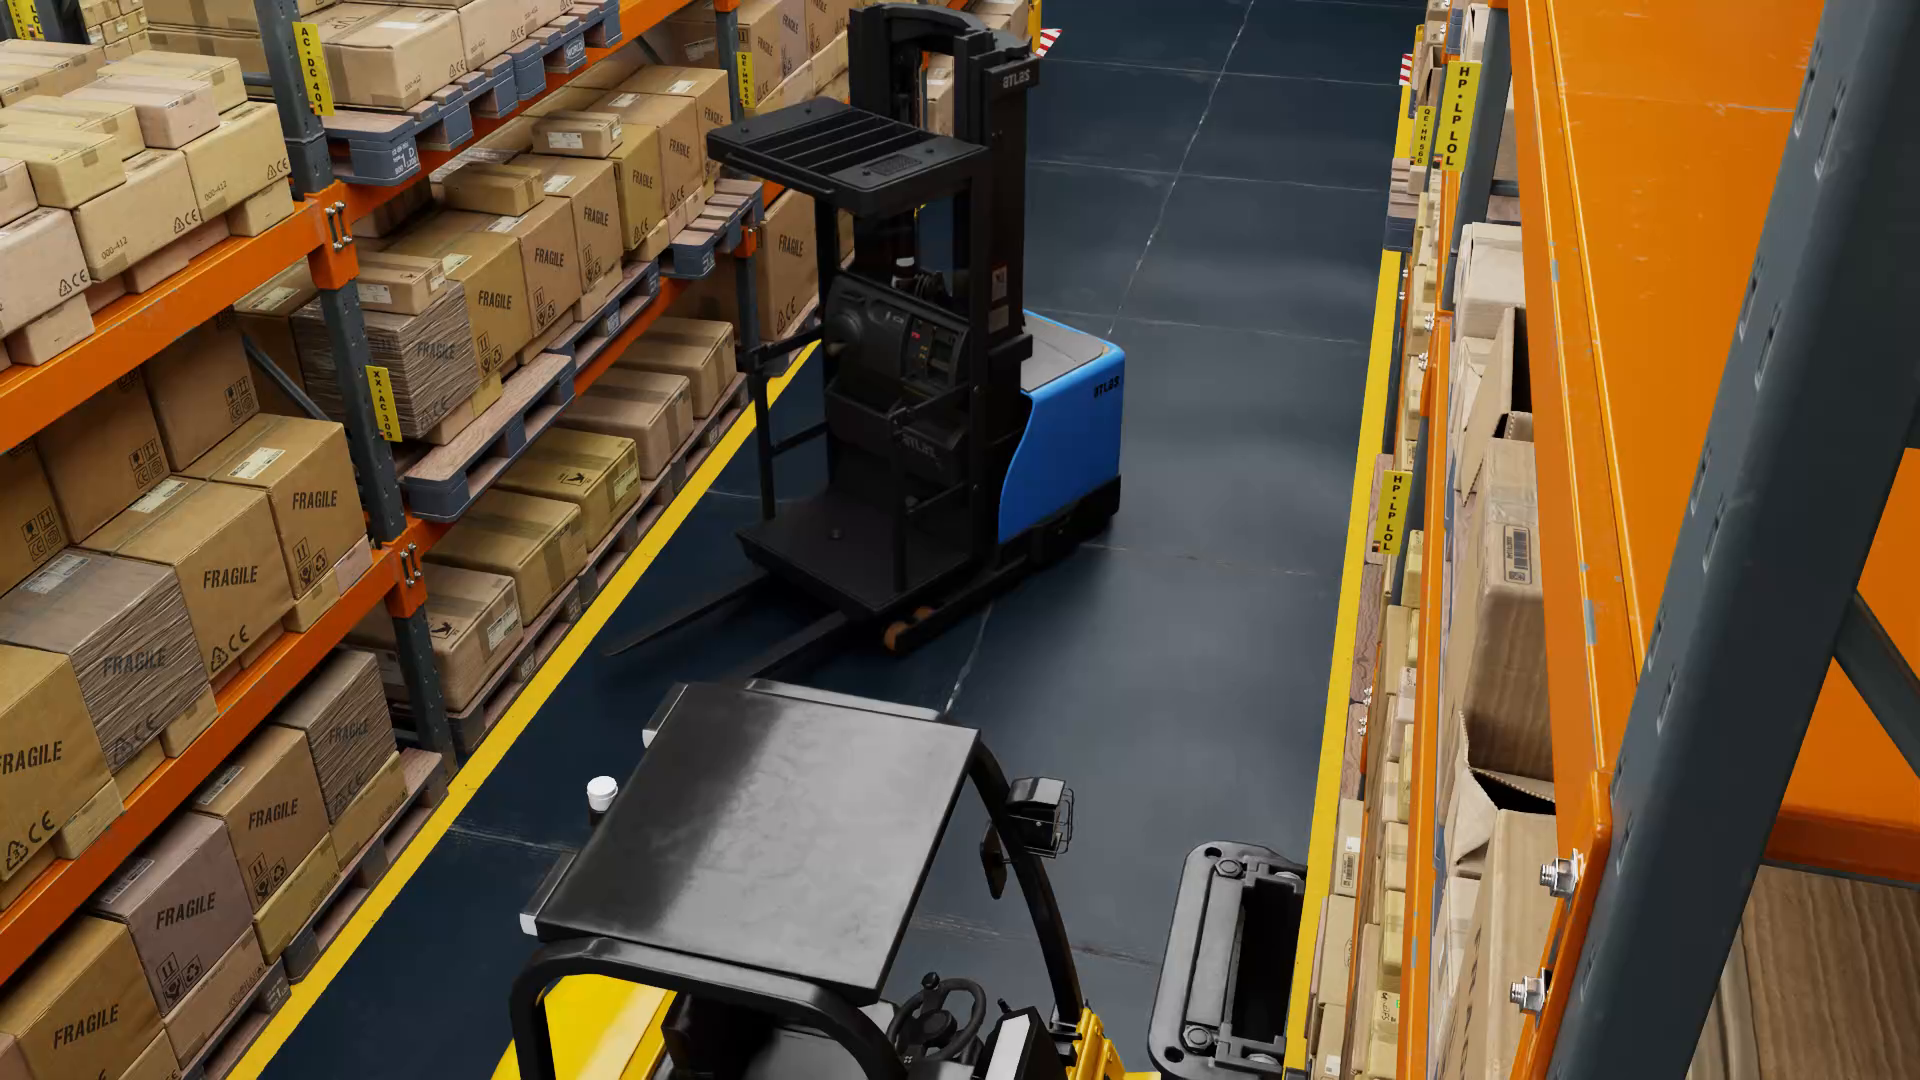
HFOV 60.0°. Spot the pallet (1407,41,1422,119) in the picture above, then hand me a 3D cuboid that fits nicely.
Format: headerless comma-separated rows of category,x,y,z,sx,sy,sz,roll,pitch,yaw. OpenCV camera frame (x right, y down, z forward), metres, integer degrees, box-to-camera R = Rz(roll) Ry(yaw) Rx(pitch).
pallet,3.722,-3.237,11.794,1.003,0.211,1.213,8,33,12

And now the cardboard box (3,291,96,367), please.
cardboard box,-2.862,-0.663,5.004,0.380,0.149,0.250,9,34,14

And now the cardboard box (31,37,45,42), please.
cardboard box,-6.294,-3.475,11.279,0.380,0.149,0.250,8,33,12

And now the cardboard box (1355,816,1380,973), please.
cardboard box,1.392,1.122,4.666,0.500,0.500,0.500,8,33,12

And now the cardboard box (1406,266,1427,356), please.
cardboard box,2.388,-1.064,7.871,0.500,0.250,0.500,7,33,11

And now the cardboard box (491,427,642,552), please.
cardboard box,-2.317,-0.315,9.078,0.950,0.372,0.625,9,34,14

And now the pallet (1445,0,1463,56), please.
pallet,2.930,-2.464,7.780,1.213,0.211,1.003,10,34,15

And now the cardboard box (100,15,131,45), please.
cardboard box,-6.152,-3.637,11.811,0.380,0.149,0.250,7,33,11

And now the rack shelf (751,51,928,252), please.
rack shelf,-1.279,-3.050,11.992,1.077,0.370,4.000,8,33,12

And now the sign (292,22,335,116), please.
sign,-2.275,-1.654,5.848,0.100,0.325,0.005,8,33,12

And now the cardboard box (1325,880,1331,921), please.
cardboard box,1.579,1.415,6.004,0.500,0.250,0.500,8,33,12

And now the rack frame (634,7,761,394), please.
rack frame,-1.787,-2.316,10.167,1.000,3.000,0.127,8,33,12

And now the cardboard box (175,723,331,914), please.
cardboard box,-2.820,1.034,6.369,0.500,0.500,0.500,9,33,13

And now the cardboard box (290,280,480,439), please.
cardboard box,-2.405,-0.789,7.004,0.500,0.500,0.500,9,33,14

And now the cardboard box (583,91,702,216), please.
cardboard box,-1.754,-2.117,9.092,0.500,0.500,0.500,7,33,12

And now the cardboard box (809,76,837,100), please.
cardboard box,-1.167,-3.013,11.402,0.500,0.250,0.500,9,34,14

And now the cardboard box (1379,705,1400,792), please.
cardboard box,1.427,0.639,4.821,0.380,0.149,0.250,9,33,13

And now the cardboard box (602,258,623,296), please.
cardboard box,-1.959,-1.370,8.522,0.380,0.149,0.250,7,33,11

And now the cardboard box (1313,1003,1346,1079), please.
cardboard box,1.319,1.727,5.047,0.500,0.250,0.500,9,34,14

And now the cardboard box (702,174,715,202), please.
cardboard box,-1.640,-2.036,9.569,0.380,0.149,0.250,9,33,13

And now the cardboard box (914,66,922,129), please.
cardboard box,-0.851,-3.339,13.366,0.875,0.875,0.875,9,34,14

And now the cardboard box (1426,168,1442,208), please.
cardboard box,2.650,-1.833,8.709,0.380,0.149,0.250,9,34,14

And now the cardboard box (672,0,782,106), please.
cardboard box,-1.425,-3.003,10.222,0.500,0.500,0.500,7,33,11

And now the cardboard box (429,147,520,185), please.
cardboard box,-2.513,-1.652,8.361,0.500,0.500,0.500,7,33,11

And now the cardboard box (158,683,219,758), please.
cardboard box,-2.843,0.602,5.811,0.380,0.149,0.250,8,33,12

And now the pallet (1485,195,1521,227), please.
pallet,2.212,-1.211,5.811,0.805,0.209,1.217,7,33,10

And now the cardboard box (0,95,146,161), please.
cardboard box,-2.815,-1.274,5.223,0.380,0.149,0.250,9,33,14

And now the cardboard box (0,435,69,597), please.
cardboard box,-3.428,-0.112,5.398,0.700,0.500,0.500,7,33,11

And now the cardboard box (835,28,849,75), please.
cardboard box,-1.007,-3.479,11.671,0.500,0.250,0.500,9,33,13

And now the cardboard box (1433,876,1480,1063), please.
cardboard box,0.902,0.659,2.441,0.380,0.149,0.250,7,33,11

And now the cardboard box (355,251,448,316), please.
cardboard box,-2.340,-1.055,6.816,0.380,0.149,0.250,8,33,12

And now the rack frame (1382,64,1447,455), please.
rack frame,3.015,-1.642,9.107,1.000,3.000,0.127,8,33,12

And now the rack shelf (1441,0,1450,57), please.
rack shelf,3.523,-3.642,10.128,1.077,0.370,4.000,8,33,12

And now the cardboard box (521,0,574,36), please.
cardboard box,-2.032,-2.396,7.245,0.500,0.250,0.500,8,33,12

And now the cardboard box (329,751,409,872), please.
cardboard box,-2.692,1.086,6.986,0.500,0.250,0.500,10,34,15

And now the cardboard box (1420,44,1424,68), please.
cardboard box,3.307,-3.169,11.243,0.396,0.266,0.258,10,34,15

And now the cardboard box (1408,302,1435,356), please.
cardboard box,2.160,-0.905,7.249,0.380,0.149,0.250,7,33,11

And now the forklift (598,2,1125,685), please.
forklift,-0.471,-0.970,8.114,1.130,2.935,3.031,27,41,35

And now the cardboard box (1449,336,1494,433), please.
cardboard box,1.398,-0.355,4.036,0.380,0.149,0.250,9,34,14

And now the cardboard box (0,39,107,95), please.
cardboard box,-3.197,-1.617,5.763,0.380,0.149,0.250,7,33,12

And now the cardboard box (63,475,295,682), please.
cardboard box,-2.798,0.125,5.957,0.500,0.500,0.500,9,34,14

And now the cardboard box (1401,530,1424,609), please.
cardboard box,1.633,0.117,5.364,0.380,0.149,0.250,9,33,13

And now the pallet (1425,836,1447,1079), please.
pallet,1.190,0.918,2.367,1.003,0.211,1.213,8,33,12

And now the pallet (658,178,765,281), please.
pallet,-1.864,-1.851,9.614,1.213,0.211,1.003,8,33,12

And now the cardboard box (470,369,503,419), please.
cardboard box,-2.284,-0.683,7.442,0.380,0.149,0.250,9,33,13

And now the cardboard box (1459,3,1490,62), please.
cardboard box,2.143,-1.821,6.191,0.500,0.311,0.500,7,33,11

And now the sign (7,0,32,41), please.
sign,-6.063,-3.352,10.717,0.100,0.325,0.005,8,33,12

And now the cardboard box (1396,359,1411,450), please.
cardboard box,2.277,-0.584,7.583,0.500,0.250,0.500,9,34,14

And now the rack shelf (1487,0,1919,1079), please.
rack shelf,1.493,-0.588,2.900,1.077,0.370,4.000,8,33,12
